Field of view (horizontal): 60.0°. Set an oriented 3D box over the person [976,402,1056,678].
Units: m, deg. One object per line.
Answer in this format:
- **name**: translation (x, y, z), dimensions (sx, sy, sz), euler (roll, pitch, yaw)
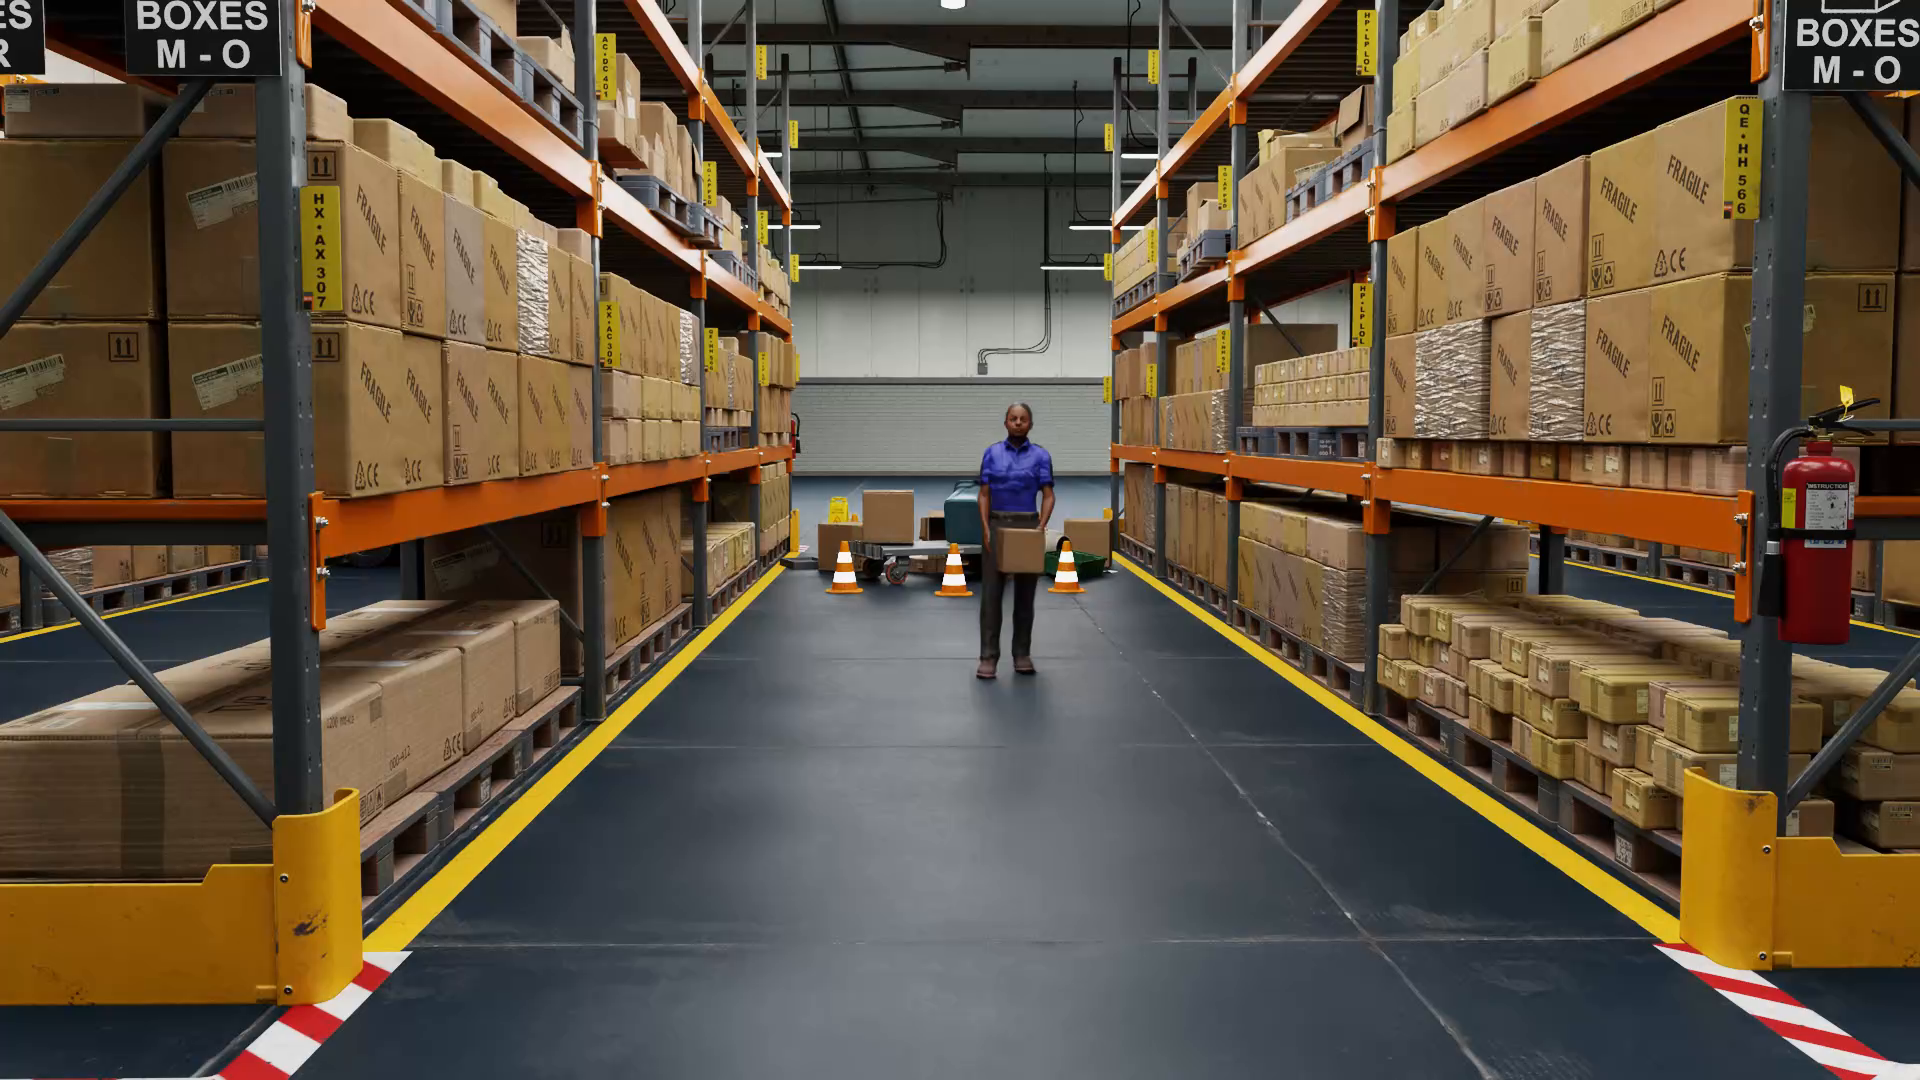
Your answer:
- **person**: translation (0.343, -0.012, 10.104), dimensions (0.479, 1.652, 0.571), euler (0, 4, 1)
